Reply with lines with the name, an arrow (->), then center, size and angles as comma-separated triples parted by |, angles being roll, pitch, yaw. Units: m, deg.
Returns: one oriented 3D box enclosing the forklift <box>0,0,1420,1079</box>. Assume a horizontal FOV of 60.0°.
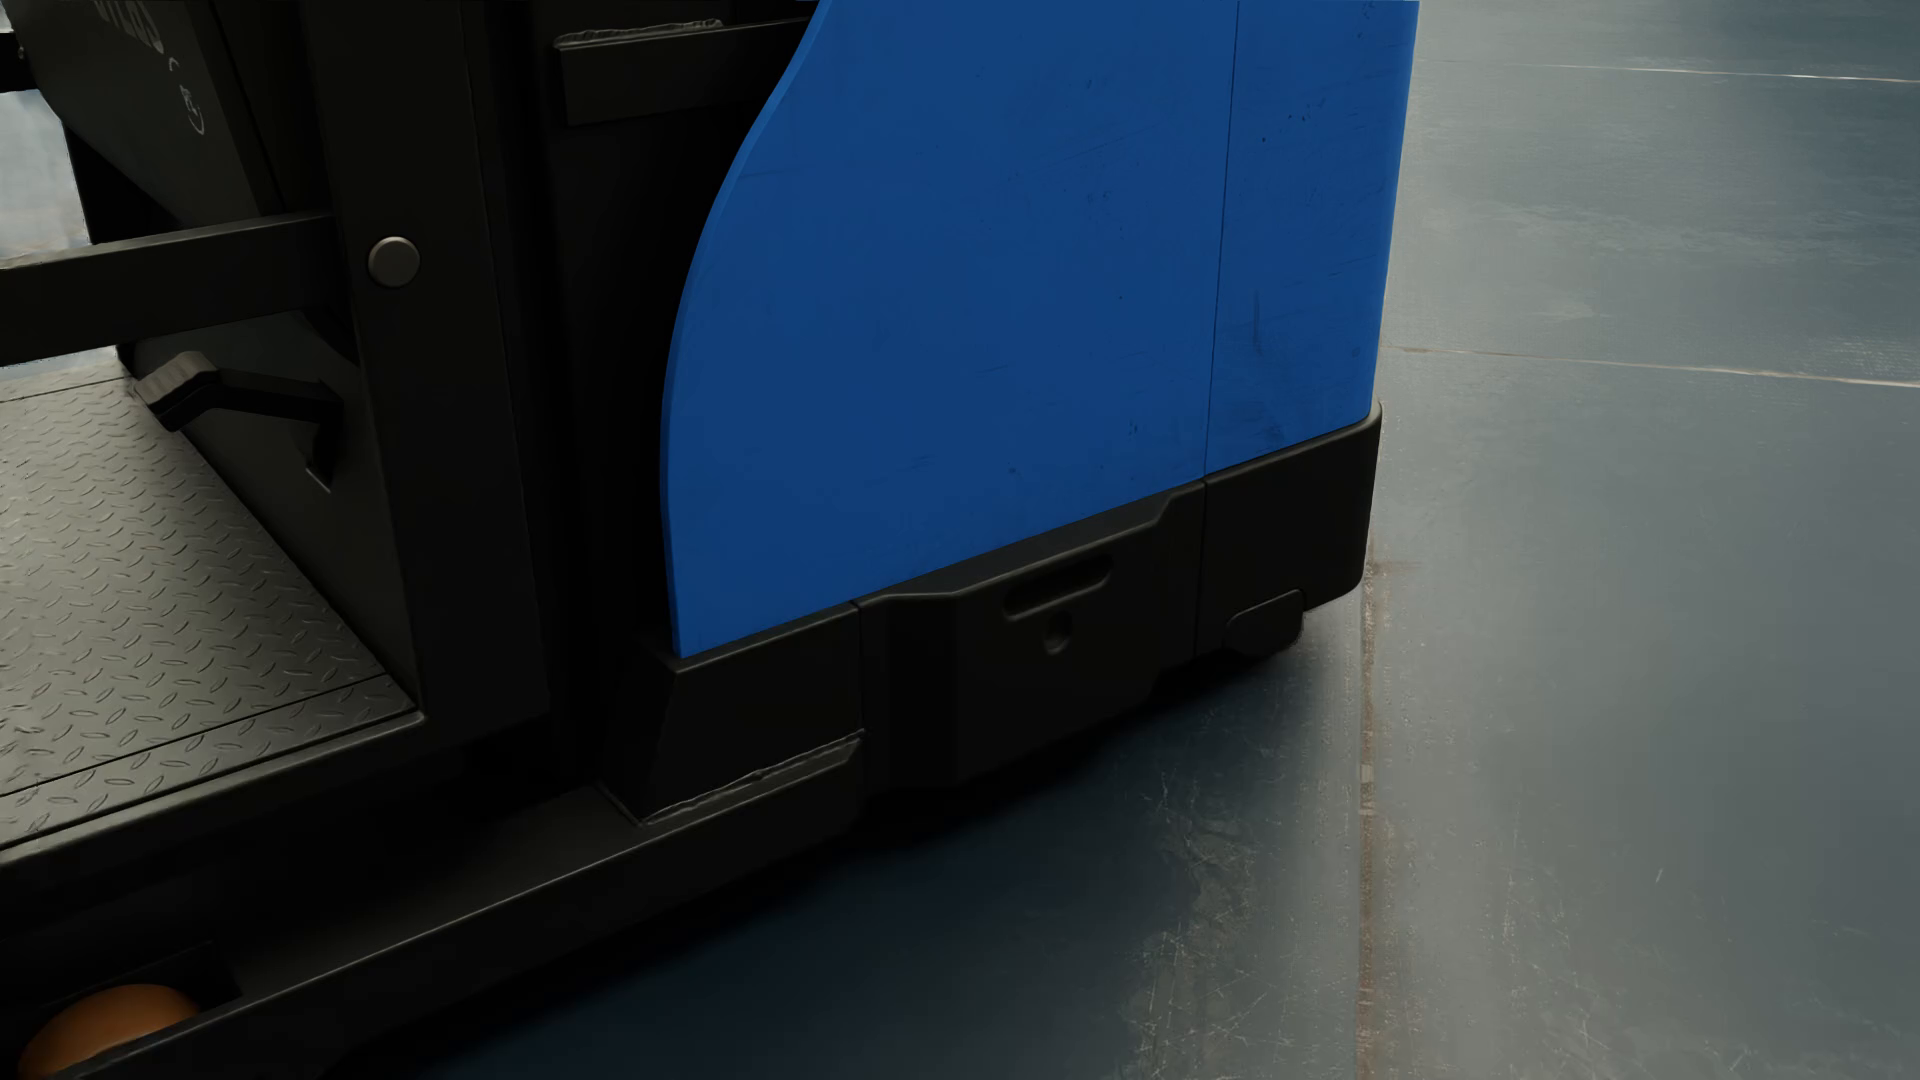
forklift -> -0.935, -0.977, 1.183 | 3.031, 2.935, 1.130 | -19, 32, -33
